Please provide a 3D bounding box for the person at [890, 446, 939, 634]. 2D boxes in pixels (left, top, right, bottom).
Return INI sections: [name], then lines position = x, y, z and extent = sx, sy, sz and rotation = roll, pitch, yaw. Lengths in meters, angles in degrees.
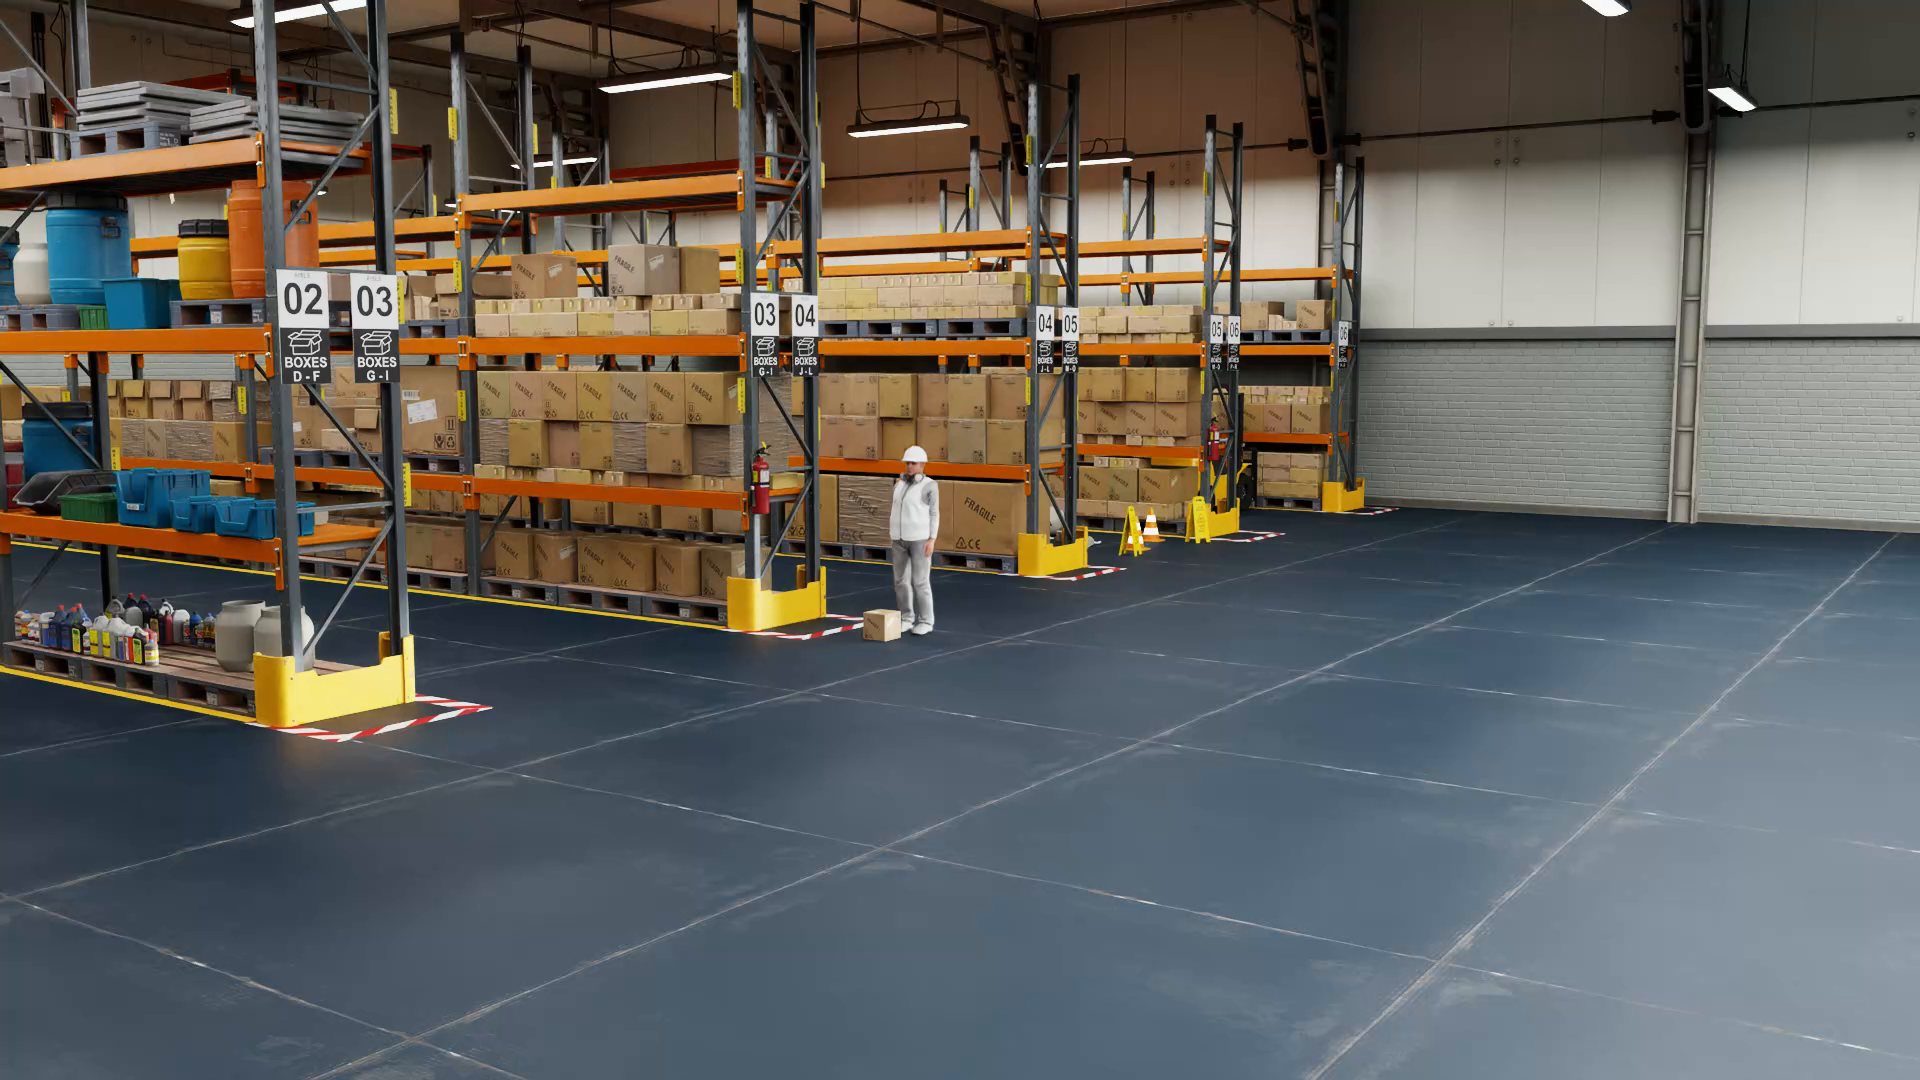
[person]
position = -0.439, -0.001, 15.719
extent = 0.532, 1.770, 0.360
rotation = 4, 8, 35
